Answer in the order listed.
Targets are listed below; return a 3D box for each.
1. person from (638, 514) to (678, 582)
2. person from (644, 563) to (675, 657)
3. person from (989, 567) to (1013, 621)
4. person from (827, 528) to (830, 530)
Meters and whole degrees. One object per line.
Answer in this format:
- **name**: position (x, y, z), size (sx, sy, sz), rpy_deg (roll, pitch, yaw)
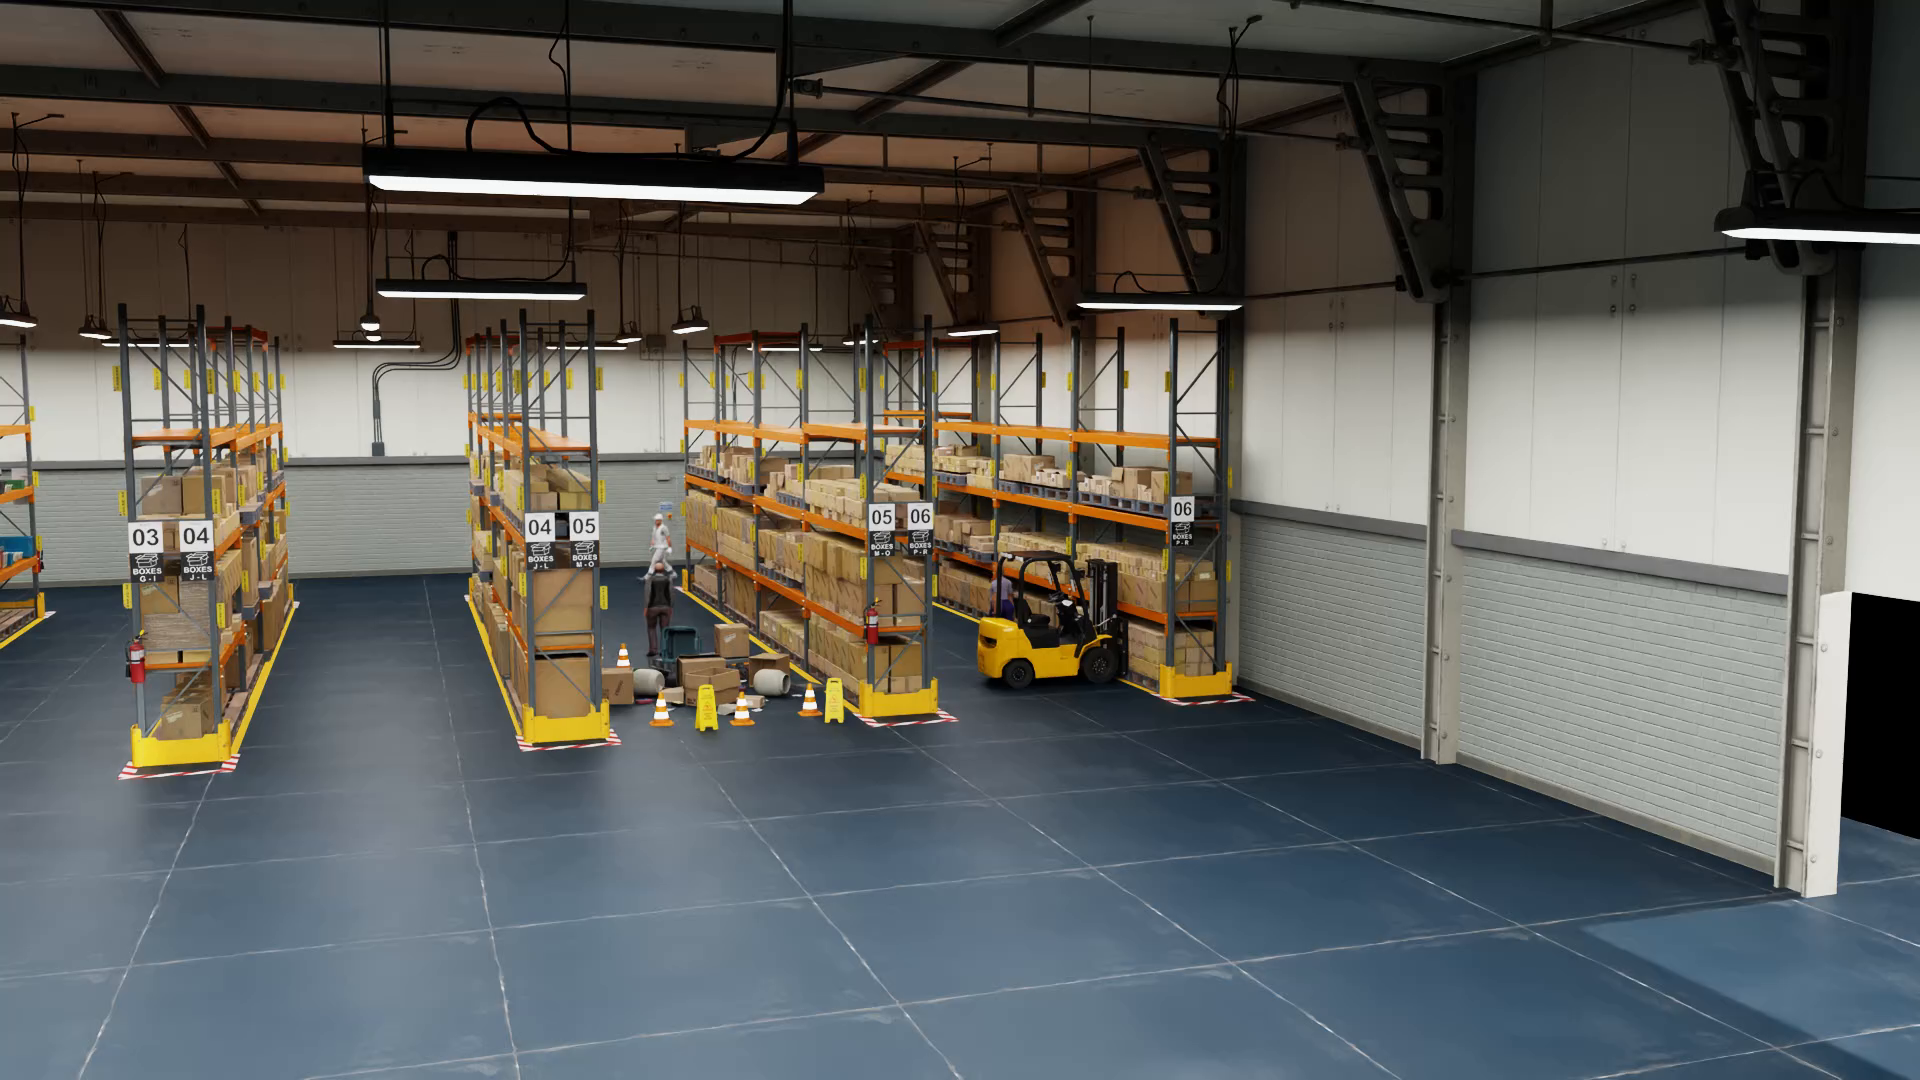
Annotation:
- **person**: position (-7.578, 0.198, 41.623), size (1.125, 1.709, 0.522), rpy_deg (-4, 7, -35)
- **person**: position (-5.476, 1.304, 30.288), size (0.586, 1.768, 0.613), rpy_deg (-3, 6, -25)
- **person**: position (0.757, 1.311, 30.587), size (0.518, 1.670, 0.701), rpy_deg (-3, 6, -31)
- **person**: position (-2.807, 0.594, 35.223), size (0.601, 1.726, 0.549), rpy_deg (-1, 6, -10)
